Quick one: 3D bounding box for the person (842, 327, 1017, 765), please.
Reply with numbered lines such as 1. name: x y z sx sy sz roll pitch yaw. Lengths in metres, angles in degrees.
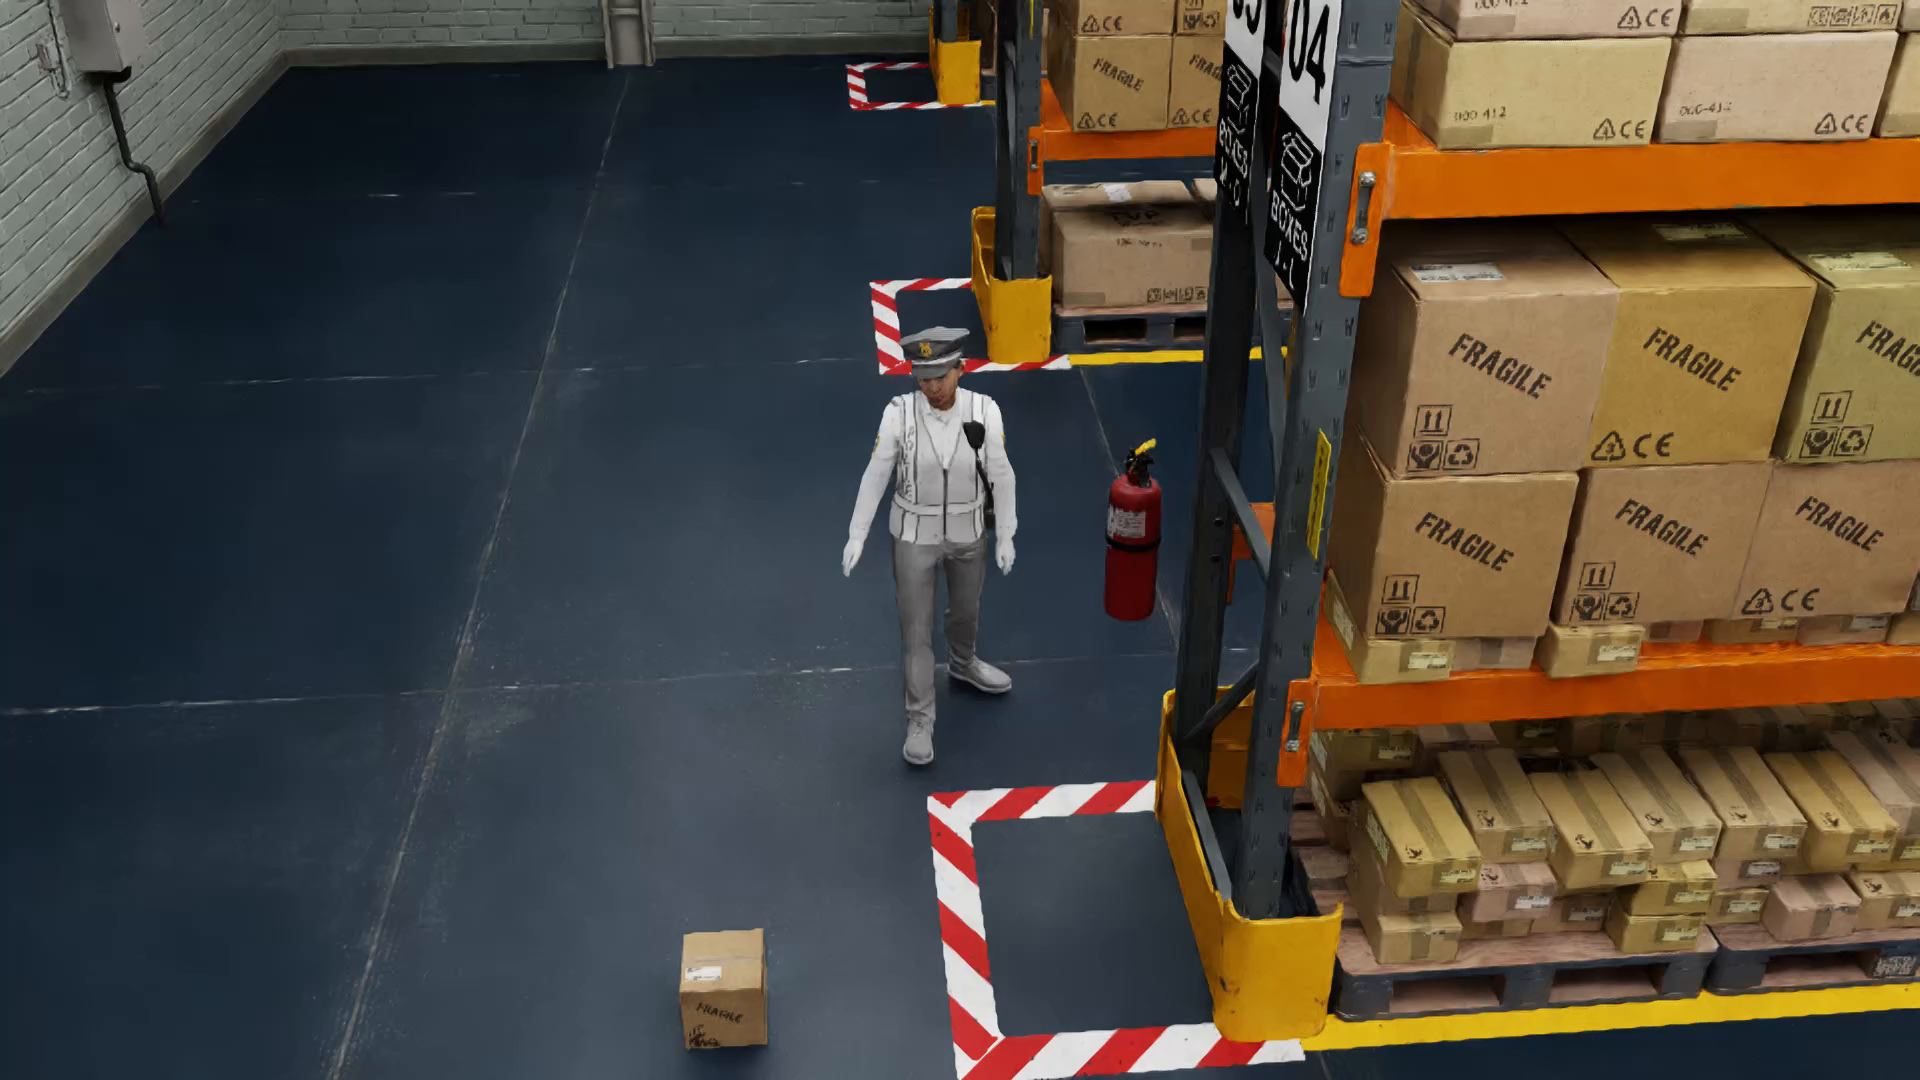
1. person: -0.098 -0.010 6.118 0.676 1.664 0.608 -6 32 -9
